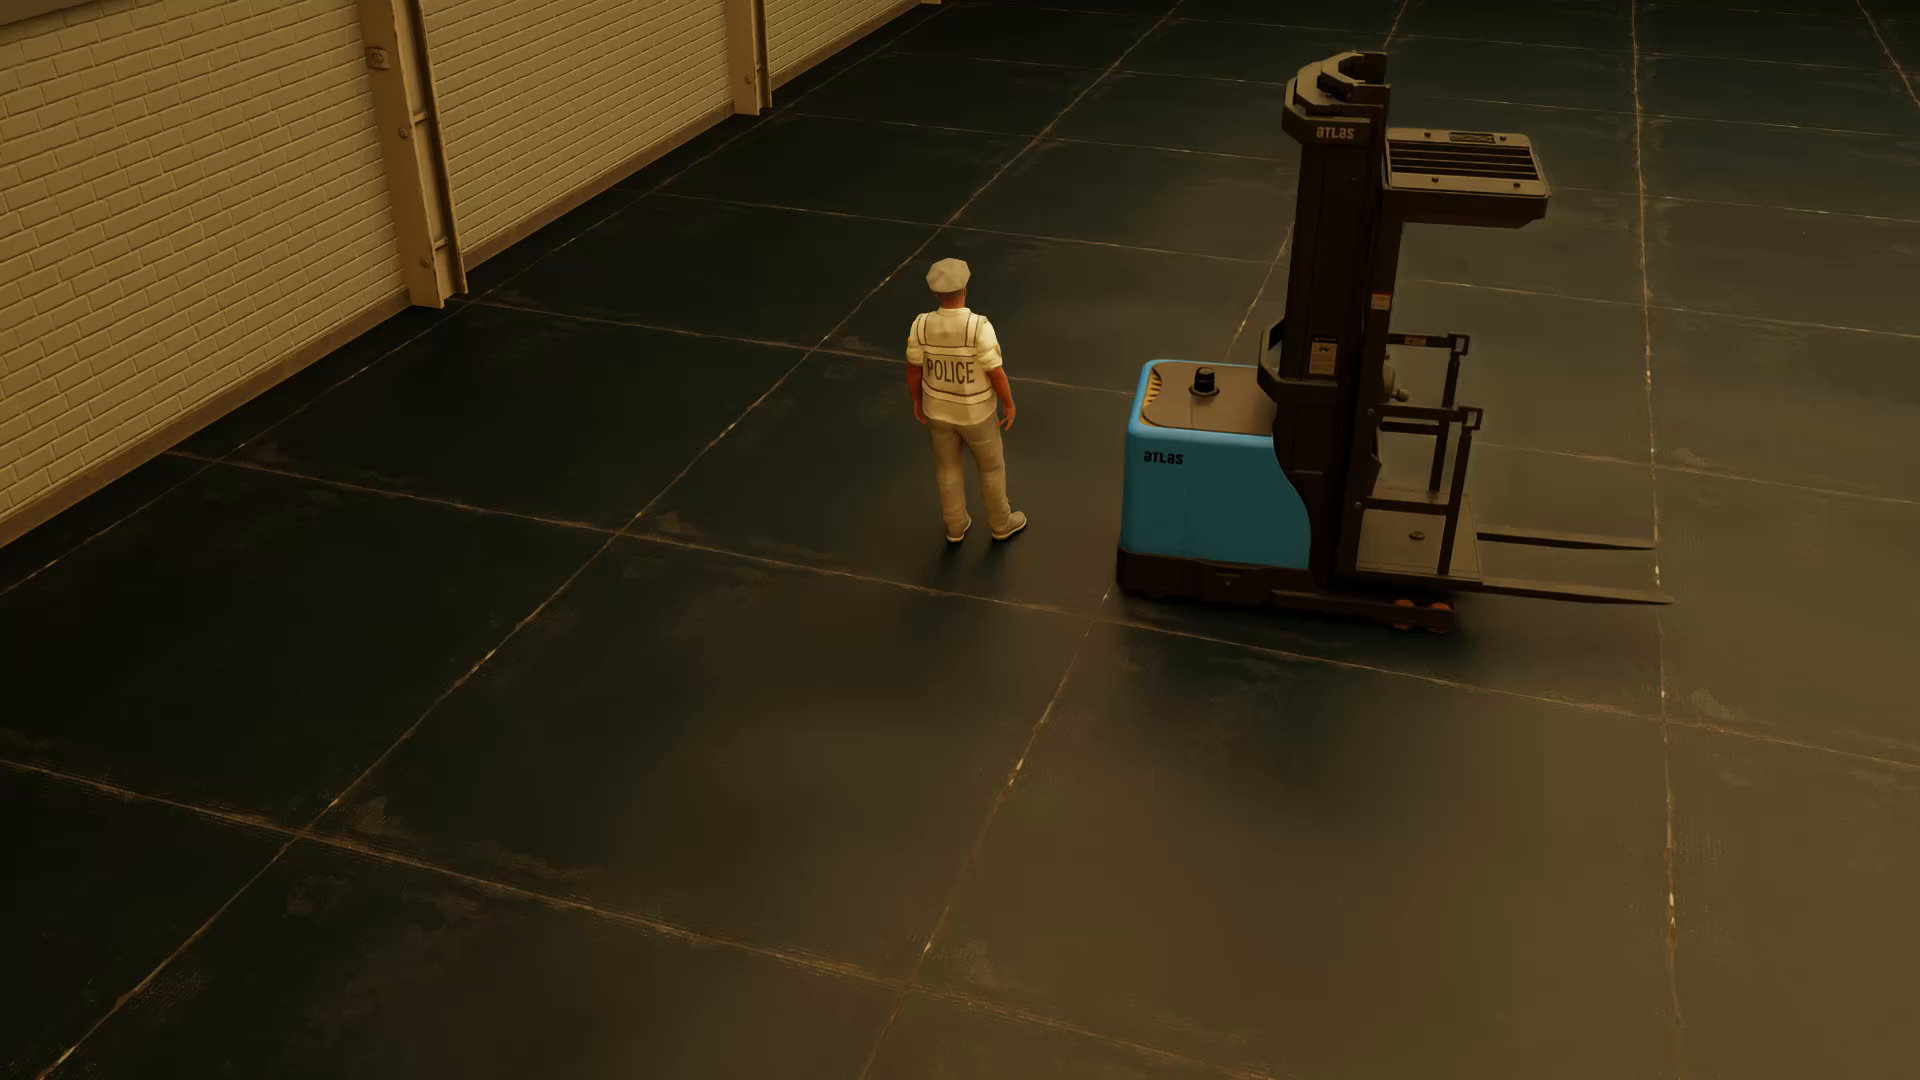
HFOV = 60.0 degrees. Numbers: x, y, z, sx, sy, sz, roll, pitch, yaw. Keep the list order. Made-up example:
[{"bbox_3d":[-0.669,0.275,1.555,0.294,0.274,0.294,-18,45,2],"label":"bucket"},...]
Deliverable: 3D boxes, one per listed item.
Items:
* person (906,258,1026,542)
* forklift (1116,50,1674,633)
[{"bbox_3d":[0.036,-0.816,9.712,0.641,1.781,0.574,10,31,16],"label":"person"},{"bbox_3d":[2.465,-1.045,8.970,3.031,2.935,1.130,6,30,10],"label":"forklift"}]
